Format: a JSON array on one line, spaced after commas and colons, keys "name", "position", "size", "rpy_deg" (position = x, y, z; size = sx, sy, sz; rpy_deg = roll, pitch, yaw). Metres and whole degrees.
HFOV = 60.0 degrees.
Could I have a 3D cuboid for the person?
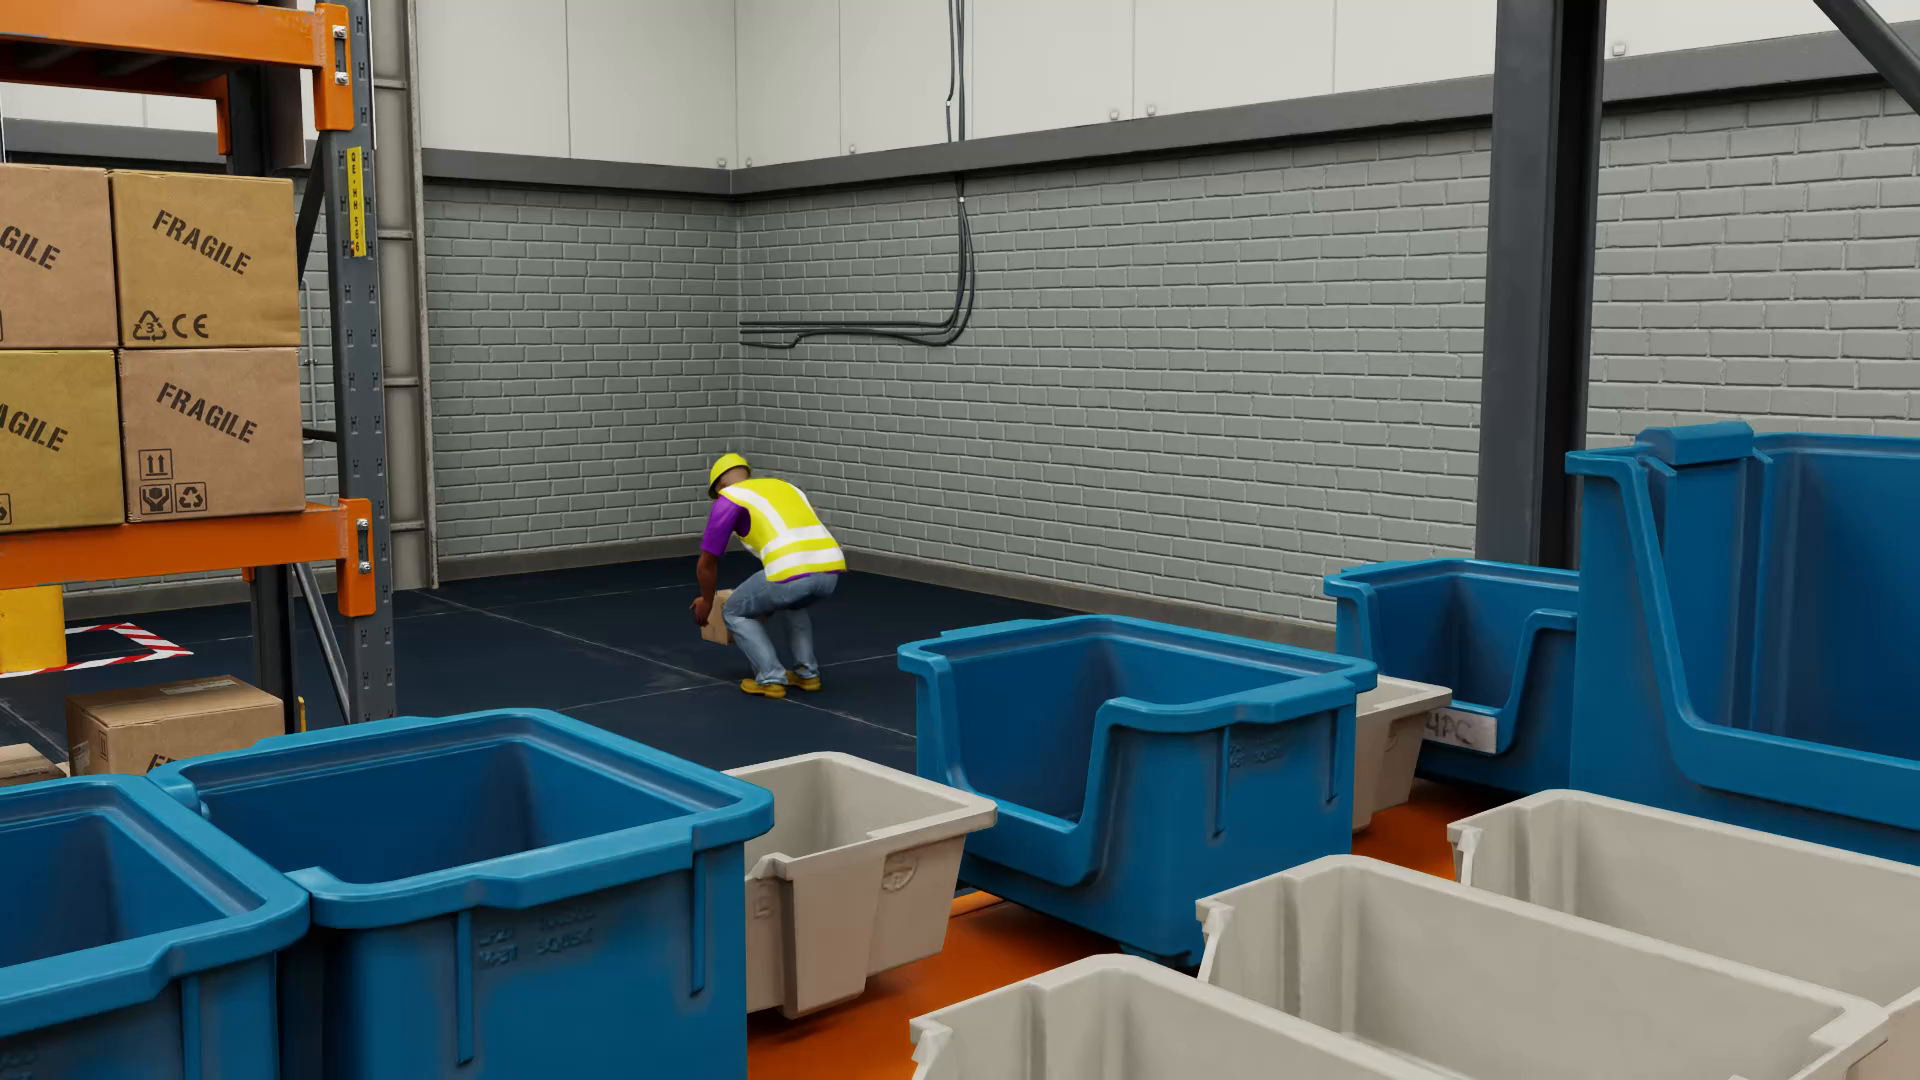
[{"name": "person", "position": [-0.991, 0.176, 8.521], "size": [0.620, 1.206, 0.839], "rpy_deg": [-6, 10, -41]}]
